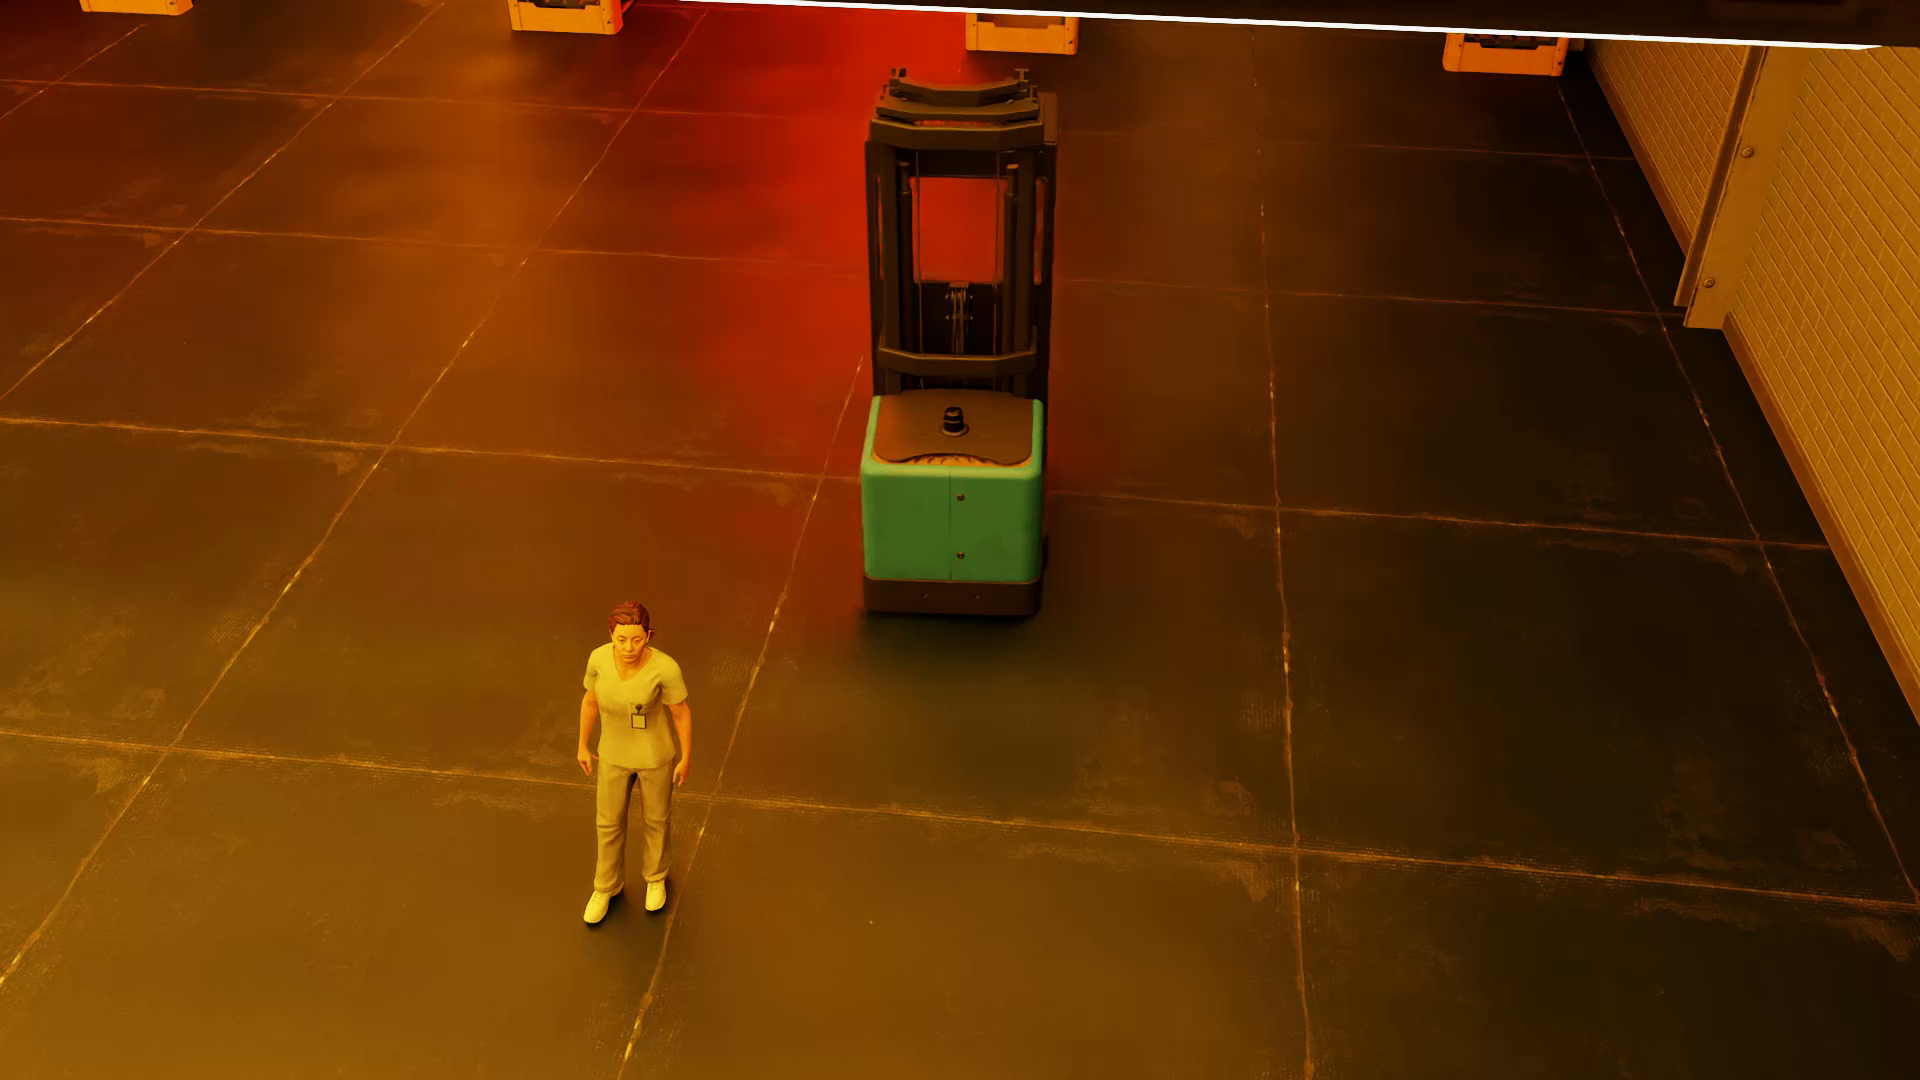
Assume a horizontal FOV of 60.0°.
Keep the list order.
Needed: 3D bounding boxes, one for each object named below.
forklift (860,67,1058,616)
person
[{"bbox_3d":[0.016,-1.584,10.178,1.130,2.935,3.031,2,36,2],"label":"forklift"},{"bbox_3d":[-1.513,1.035,7.672,0.549,1.676,0.549,4,37,5],"label":"person"}]
